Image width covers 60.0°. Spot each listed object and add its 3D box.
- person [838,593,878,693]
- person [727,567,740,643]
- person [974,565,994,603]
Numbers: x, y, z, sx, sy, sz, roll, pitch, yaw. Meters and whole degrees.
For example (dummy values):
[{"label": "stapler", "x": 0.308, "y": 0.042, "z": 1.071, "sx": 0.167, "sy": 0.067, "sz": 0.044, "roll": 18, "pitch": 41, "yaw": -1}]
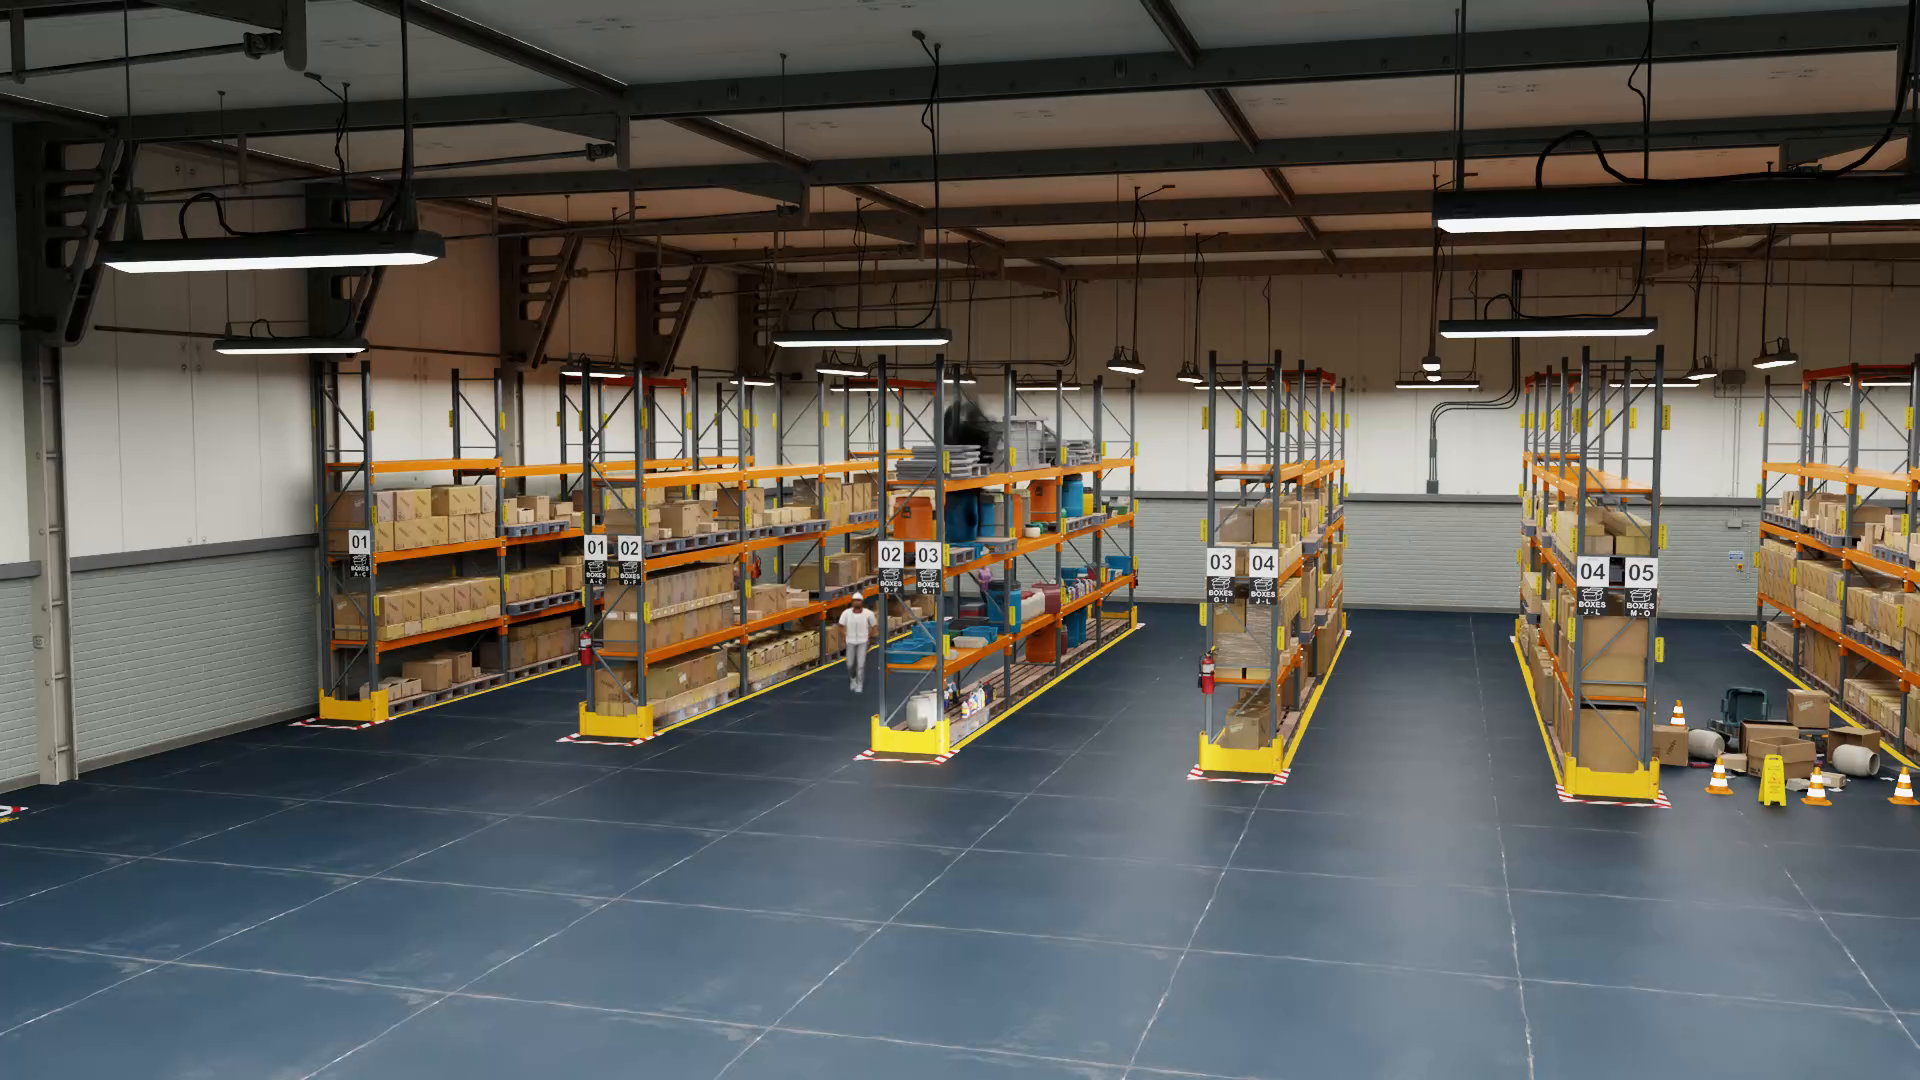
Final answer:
[{"label": "person", "x": -1.780, "y": 1.789, "z": 28.883, "sx": 0.698, "sy": 1.737, "sz": 0.558, "roll": 0, "pitch": 4, "yaw": 2}, {"label": "person", "x": -5.065, "y": 1.483, "z": 37.315, "sx": 0.621, "sy": 1.775, "sz": 0.834, "roll": 0, "pitch": 4, "yaw": 6}, {"label": "person", "x": 0.632, "y": 1.267, "z": 41.541, "sx": 0.619, "sy": 1.580, "sz": 0.776, "roll": -1, "pitch": 4, "yaw": -12}]
